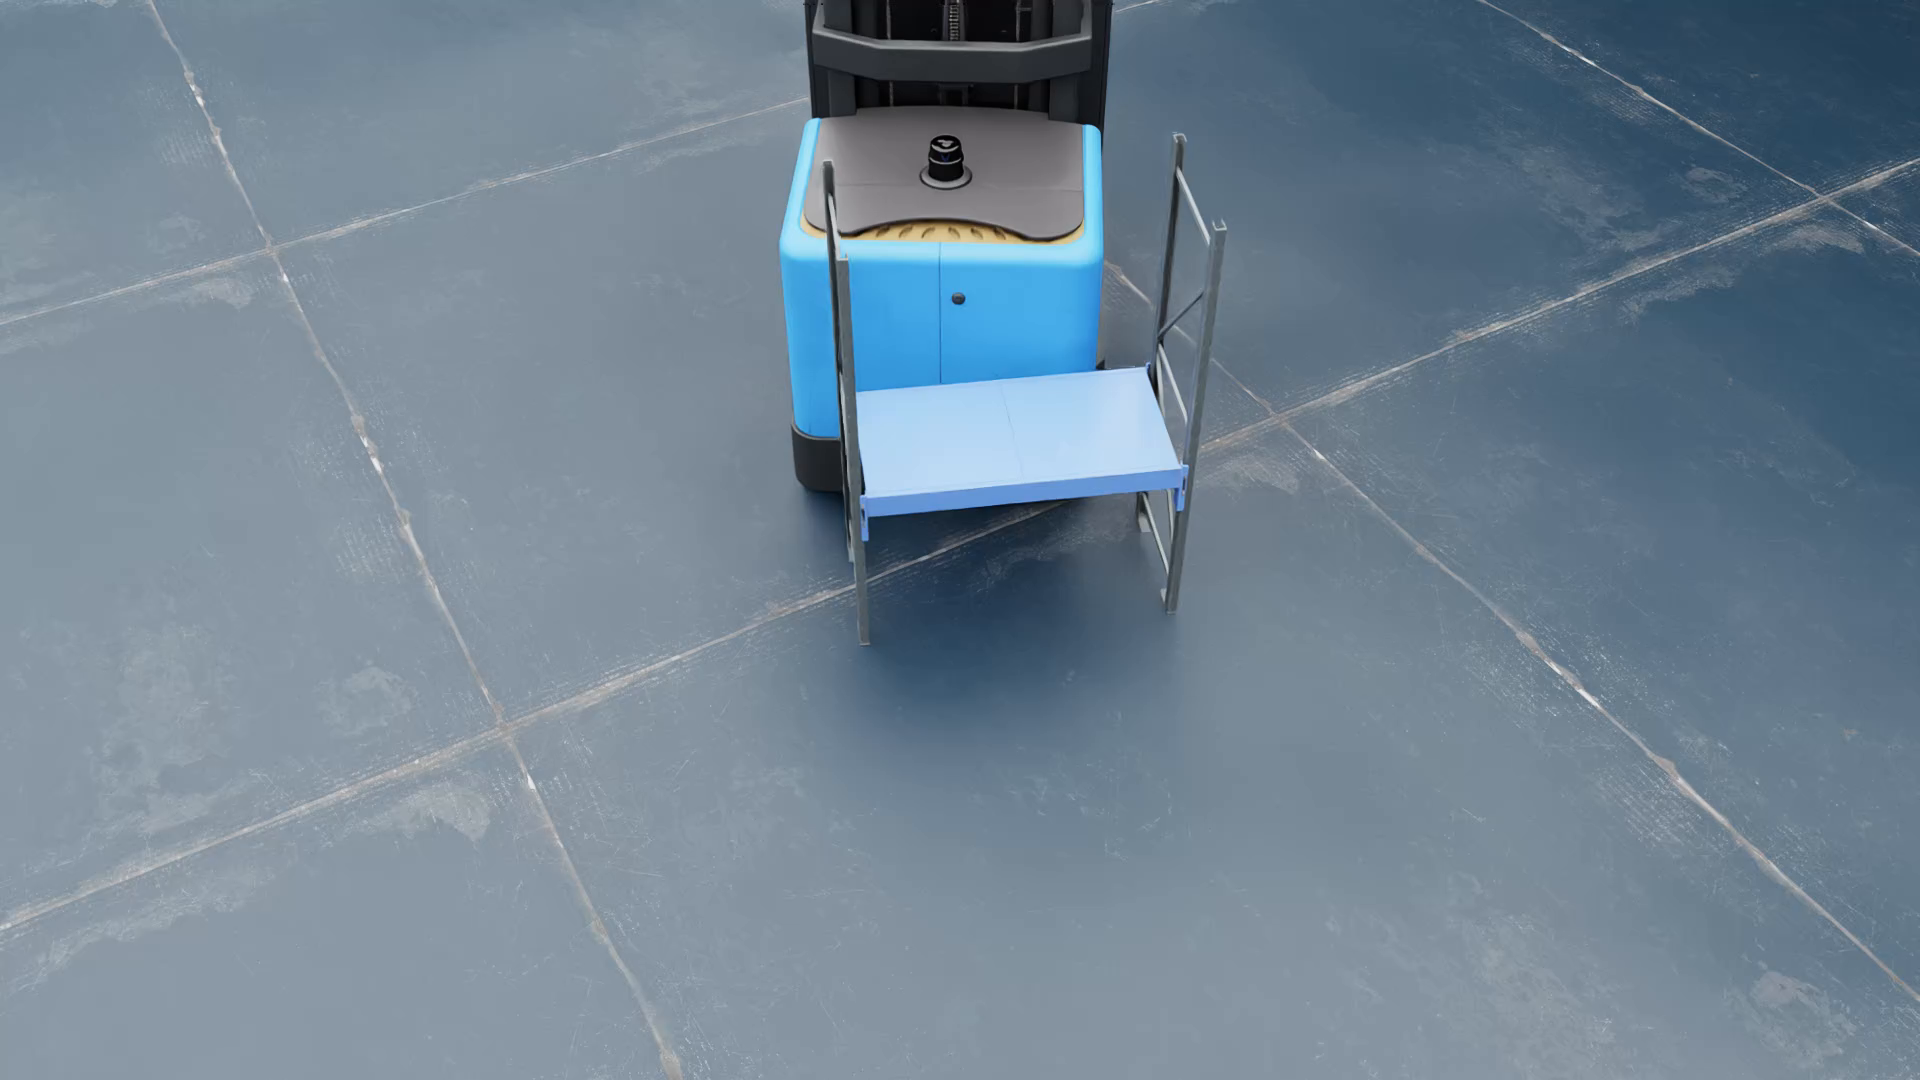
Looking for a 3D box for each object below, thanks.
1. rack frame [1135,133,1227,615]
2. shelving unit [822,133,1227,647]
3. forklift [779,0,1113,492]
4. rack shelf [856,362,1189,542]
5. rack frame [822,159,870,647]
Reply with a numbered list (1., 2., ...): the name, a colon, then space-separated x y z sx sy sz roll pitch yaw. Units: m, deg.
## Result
1. rack frame: 0.666 -0.464 5.151 0.032 1.500 0.500 -6 44 -6
2. shelving unit: 0.162 -0.415 5.101 1.048 1.500 0.538 -6 44 -6
3. forklift: 0.005 -2.211 5.924 1.130 2.935 3.031 2 44 2
4. rack shelf: 0.162 -0.286 5.226 1.000 0.185 0.538 -6 44 -6
5. rack frame: -0.341 -0.366 5.050 0.032 1.500 0.500 -6 44 -6
